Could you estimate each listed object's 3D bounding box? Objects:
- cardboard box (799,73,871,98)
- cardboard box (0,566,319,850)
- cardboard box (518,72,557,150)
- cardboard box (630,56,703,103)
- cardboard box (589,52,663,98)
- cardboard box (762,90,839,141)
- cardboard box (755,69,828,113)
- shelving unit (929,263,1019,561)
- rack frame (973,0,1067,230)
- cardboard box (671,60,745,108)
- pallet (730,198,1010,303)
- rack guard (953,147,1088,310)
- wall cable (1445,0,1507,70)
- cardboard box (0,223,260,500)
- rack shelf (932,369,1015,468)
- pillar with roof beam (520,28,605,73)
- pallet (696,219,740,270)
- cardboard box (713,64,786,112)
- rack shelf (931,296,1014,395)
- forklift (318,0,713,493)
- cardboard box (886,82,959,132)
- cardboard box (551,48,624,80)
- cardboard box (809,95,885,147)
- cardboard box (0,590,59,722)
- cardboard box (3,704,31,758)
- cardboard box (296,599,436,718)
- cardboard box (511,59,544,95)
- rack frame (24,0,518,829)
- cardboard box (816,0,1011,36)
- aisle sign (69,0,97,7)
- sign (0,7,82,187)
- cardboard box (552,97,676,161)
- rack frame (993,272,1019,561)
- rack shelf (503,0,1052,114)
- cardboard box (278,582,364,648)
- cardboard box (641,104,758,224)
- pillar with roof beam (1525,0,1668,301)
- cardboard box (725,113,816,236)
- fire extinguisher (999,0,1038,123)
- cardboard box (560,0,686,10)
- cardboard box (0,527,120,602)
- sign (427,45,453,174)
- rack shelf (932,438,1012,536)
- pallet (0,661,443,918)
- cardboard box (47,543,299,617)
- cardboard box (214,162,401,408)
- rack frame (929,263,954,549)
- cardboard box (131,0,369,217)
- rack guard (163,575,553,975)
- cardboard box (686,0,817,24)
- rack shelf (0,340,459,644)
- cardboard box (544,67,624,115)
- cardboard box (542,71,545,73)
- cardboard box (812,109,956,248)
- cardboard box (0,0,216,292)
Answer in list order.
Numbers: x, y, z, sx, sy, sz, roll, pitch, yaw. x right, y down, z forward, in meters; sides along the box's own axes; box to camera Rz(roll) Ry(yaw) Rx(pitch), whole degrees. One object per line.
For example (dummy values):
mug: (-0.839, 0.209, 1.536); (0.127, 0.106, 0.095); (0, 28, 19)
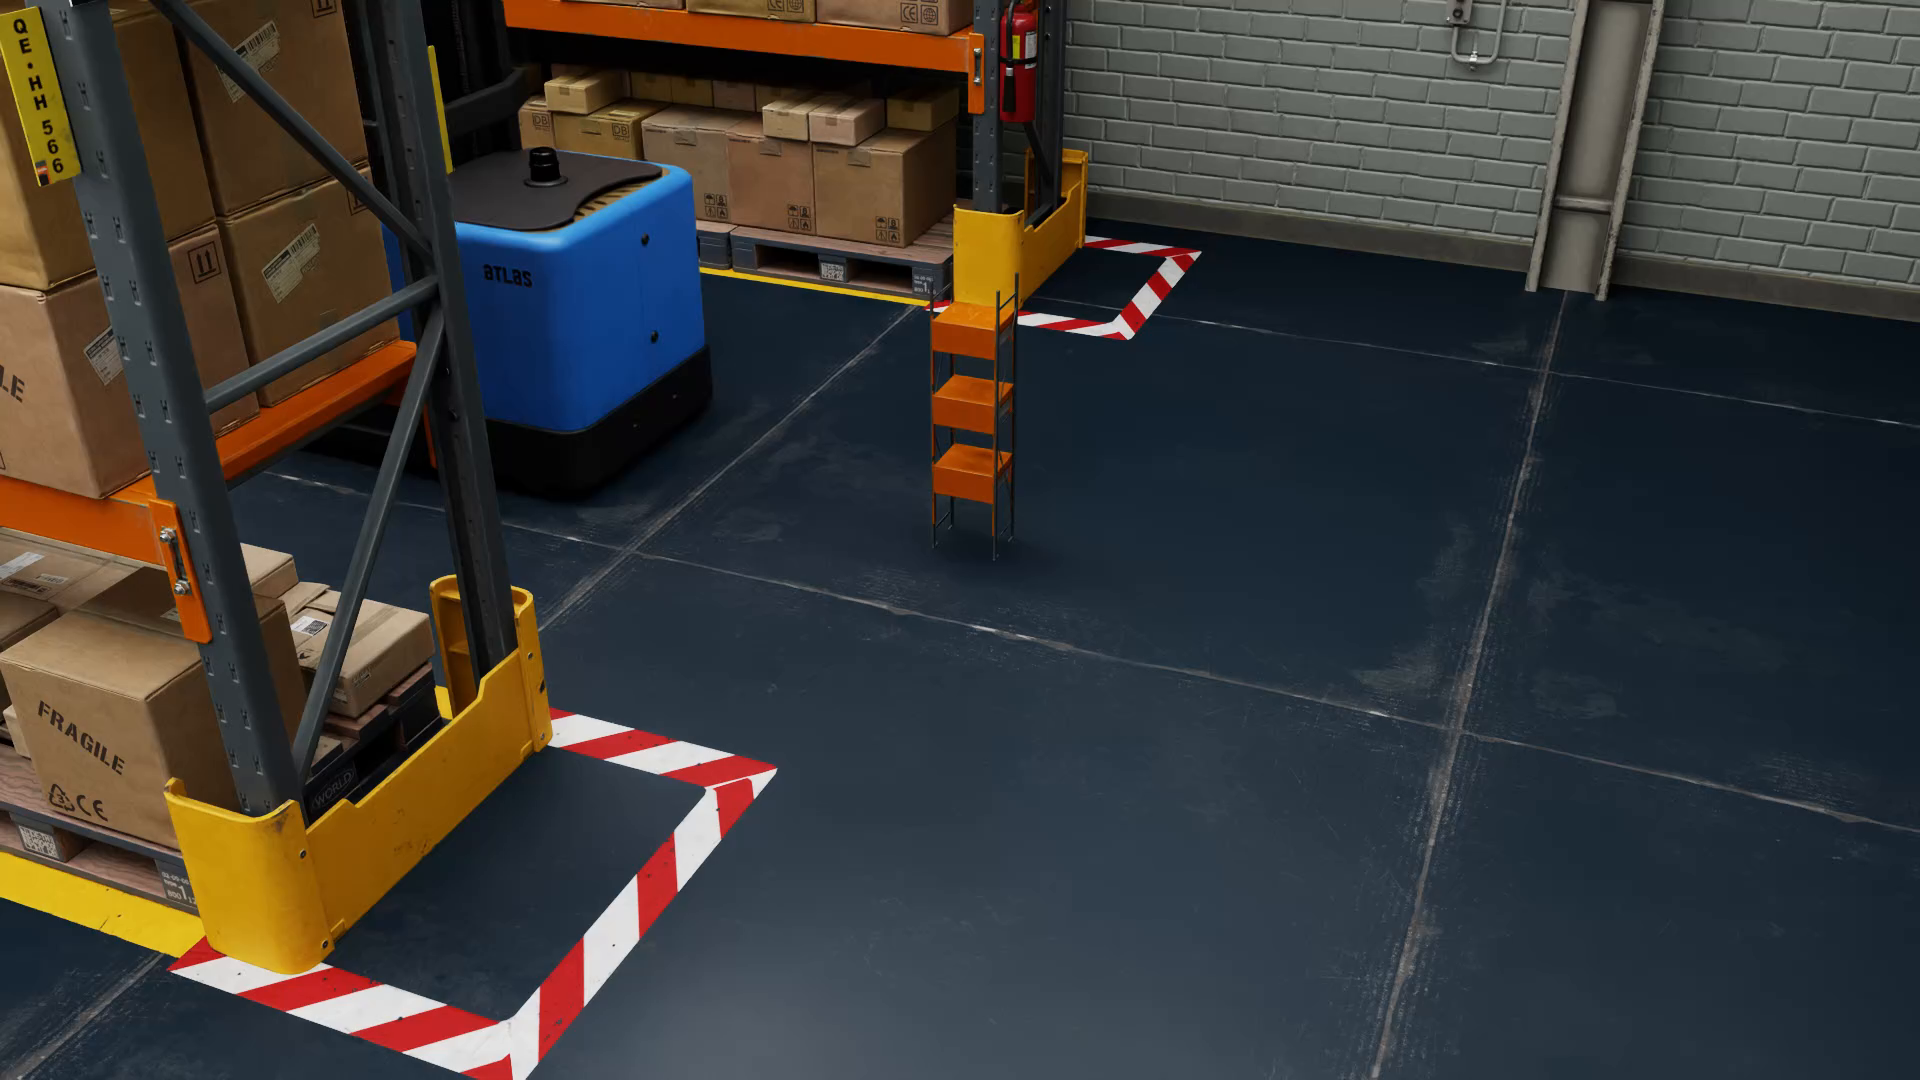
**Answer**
cardboard box: (-0.660, -2.344, 8.803); (0.250, 0.149, 0.380); (11, 31, 19)
cardboard box: (-2.151, 0.446, 4.506); (0.500, 0.500, 0.500); (11, 31, 19)
cardboard box: (-2.283, -2.277, 9.343); (0.500, 0.500, 0.700); (11, 31, 19)
cardboard box: (-1.601, -2.532, 9.135); (0.250, 0.149, 0.380); (11, 31, 18)
cardboard box: (-1.840, -2.579, 9.219); (0.250, 0.149, 0.380); (12, 31, 20)
cardboard box: (-0.806, -2.170, 8.496); (0.250, 0.149, 0.380); (12, 32, 20)
cardboard box: (-0.892, -2.391, 8.886); (0.250, 0.149, 0.380); (12, 31, 20)
shelving unit: (0.050, -0.447, 5.974); (0.252, 1.050, 0.215); (11, 31, 19)
rack frame: (0.305, -2.722, 8.017); (0.127, 3.000, 1.000); (11, 31, 19)
cardboard box: (-1.366, -2.485, 9.052); (0.250, 0.149, 0.380); (12, 31, 20)
pallet: (-0.466, -1.620, 8.902); (1.213, 0.211, 1.003); (11, 31, 19)
rack guard: (0.327, -1.629, 8.624); (0.348, 0.500, 1.175); (11, 31, 19)
wall cable: (1.847, -3.359, 8.111); (1.851, 1.984, 0.084); (11, 31, 19)
cardboard box: (-2.072, -0.465, 3.922); (0.500, 0.500, 0.500); (12, 32, 21)
rack shelf: (0.050, -0.438, 5.979); (0.240, 0.259, 0.215); (11, 31, 19)
pillar with roof beam: (-4.047, -4.376, 4.846); (0.400, 9.000, 9.100); (11, 31, 19)
pallet: (-1.592, -1.847, 9.302); (1.213, 0.211, 1.003); (11, 31, 19)
cardboard box: (-1.128, -2.437, 8.968); (0.250, 0.149, 0.380); (12, 32, 20)
rack shelf: (0.050, -0.685, 5.840); (0.240, 0.259, 0.215); (11, 31, 19)
forklift: (-2.637, -1.924, 6.675); (3.031, 2.935, 1.130); (12, 32, 20)
cardboard box: (-0.191, -2.251, 8.638); (0.250, 0.149, 0.380); (12, 31, 19)
cardboard box: (-2.074, -2.626, 9.302); (0.250, 0.149, 0.380); (10, 31, 18)
cardboard box: (-0.569, -2.123, 8.413); (0.250, 0.149, 0.380); (11, 31, 19)
cardboard box: (-3.020, 0.365, 4.903); (0.500, 0.250, 0.500); (11, 31, 19)
cardboard box: (-2.492, 0.475, 4.793); (0.250, 0.166, 0.380); (11, 31, 19)
cardboard box: (-1.813, 0.353, 5.027); (0.250, 0.149, 0.380); (11, 31, 19)
cardboard box: (-2.499, -2.507, 9.092); (0.250, 0.149, 0.380); (12, 32, 21)
rack frame: (-1.554, -0.462, 4.020); (0.127, 3.000, 1.000); (11, 31, 19)
cardboard box: (-0.172, -2.942, 8.102); (0.700, 0.700, 0.980); (13, 32, 21)
aisle sign: (-1.606, -1.442, 3.111); (0.004, 0.787, 0.394); (11, 31, 19)
sign: (-1.782, -0.855, 3.216); (0.005, 0.325, 0.100); (11, 31, 19)
cardboard box: (-1.809, -2.181, 9.174); (0.500, 0.500, 0.700); (12, 32, 20)
rack frame: (0.163, -0.425, 5.934); (0.008, 1.050, 0.200); (11, 31, 19)
rack shelf: (-1.549, -2.779, 8.849); (4.000, 0.370, 1.077); (11, 31, 19)
cardboard box: (-2.045, 0.299, 5.105); (0.250, 0.166, 0.380); (11, 31, 19)
cardboard box: (-1.312, -2.086, 9.005); (0.500, 0.500, 0.700); (10, 31, 17)
pillar with roof beam: (1.513, -3.265, 2.882); (0.400, 9.000, 9.100); (11, 31, 19)
cardboard box: (-0.845, -1.993, 8.841); (0.500, 0.500, 0.700); (11, 31, 19)
fire extinguisher: (0.271, -2.287, 7.706); (0.183, 0.674, 0.296); (11, 31, 19)
cardboard box: (-1.553, -3.217, 8.588); (0.700, 0.700, 0.980); (10, 31, 17)
cardboard box: (-2.878, 0.128, 5.322); (0.500, 0.250, 0.500); (11, 31, 19)
sign: (-1.351, -1.087, 4.245); (0.005, 0.325, 0.100); (11, 31, 19)
rack shelf: (0.050, -0.196, 6.116); (0.240, 0.259, 0.215); (11, 31, 19)
pallet: (-2.364, 0.591, 4.991); (1.213, 0.211, 1.003); (11, 31, 19)
cardboard box: (-2.415, 0.221, 5.159); (0.500, 0.250, 0.500); (11, 31, 19)
cardboard box: (-1.867, -0.708, 4.353); (0.500, 0.500, 0.500); (12, 32, 20)
rack frame: (-0.063, -0.470, 6.014); (0.008, 1.050, 0.200); (11, 31, 19)
cardboard box: (-1.867, -1.144, 4.107); (0.500, 0.500, 0.500); (12, 32, 21)
rack guard: (-1.625, 0.612, 4.660); (0.348, 0.500, 1.175); (11, 31, 19)
cardboard box: (-0.850, -3.072, 8.331); (0.700, 0.700, 0.980); (11, 31, 19)
rack shelf: (-3.408, -0.519, 4.851); (4.000, 0.370, 1.077); (11, 31, 19)
cardboard box: (-2.015, -2.411, 8.921); (0.250, 0.149, 0.380); (10, 31, 18)
cardboard box: (-2.748, -2.371, 9.511); (0.500, 0.500, 0.700); (12, 32, 20)
cardboard box: (-0.382, -1.900, 8.677); (0.500, 0.500, 0.700); (11, 31, 19)
cardboard box: (-2.070, -0.898, 3.673); (0.500, 0.500, 0.500); (11, 31, 19)
